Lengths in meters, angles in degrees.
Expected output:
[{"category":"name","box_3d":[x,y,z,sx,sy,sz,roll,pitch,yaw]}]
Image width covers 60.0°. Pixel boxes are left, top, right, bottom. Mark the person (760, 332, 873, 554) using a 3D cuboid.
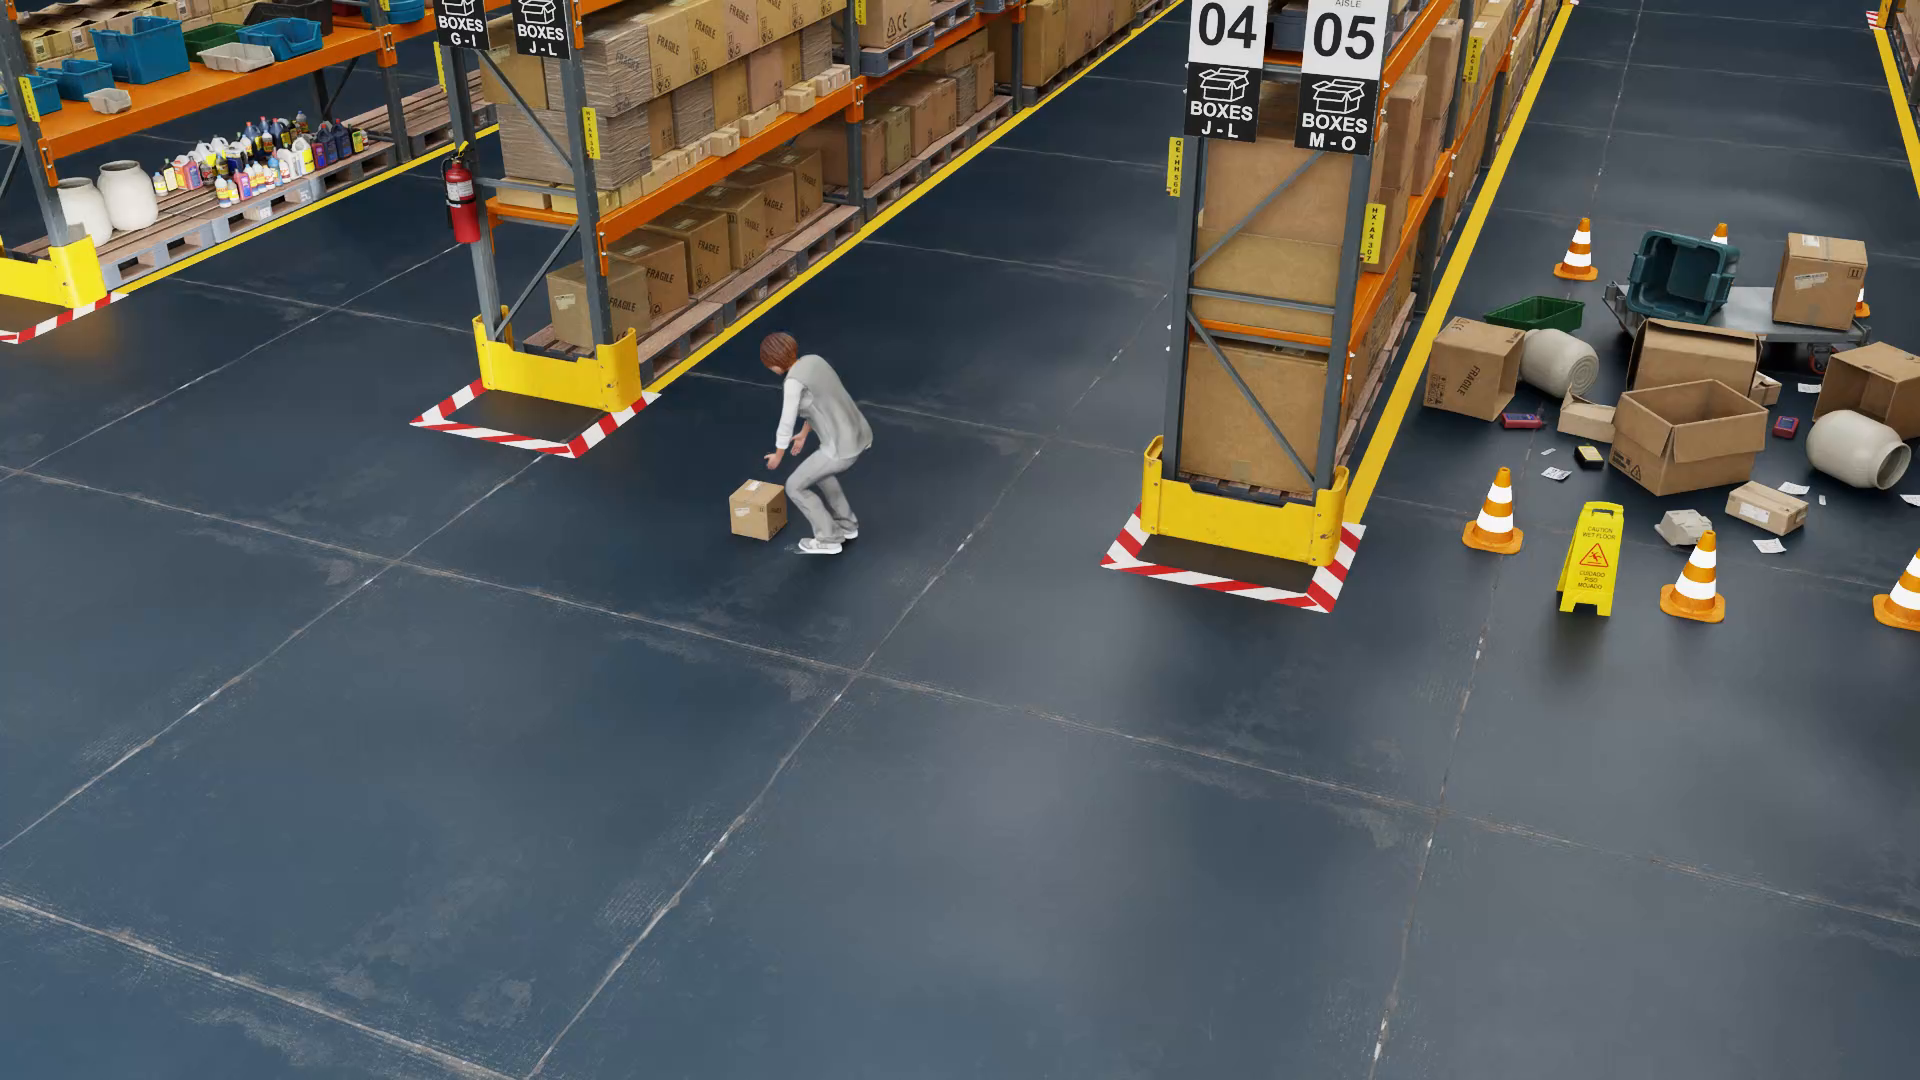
[{"category":"person","box_3d":[-0.832,-0.548,9.623,0.640,1.325,0.462,12,32,19]}]
